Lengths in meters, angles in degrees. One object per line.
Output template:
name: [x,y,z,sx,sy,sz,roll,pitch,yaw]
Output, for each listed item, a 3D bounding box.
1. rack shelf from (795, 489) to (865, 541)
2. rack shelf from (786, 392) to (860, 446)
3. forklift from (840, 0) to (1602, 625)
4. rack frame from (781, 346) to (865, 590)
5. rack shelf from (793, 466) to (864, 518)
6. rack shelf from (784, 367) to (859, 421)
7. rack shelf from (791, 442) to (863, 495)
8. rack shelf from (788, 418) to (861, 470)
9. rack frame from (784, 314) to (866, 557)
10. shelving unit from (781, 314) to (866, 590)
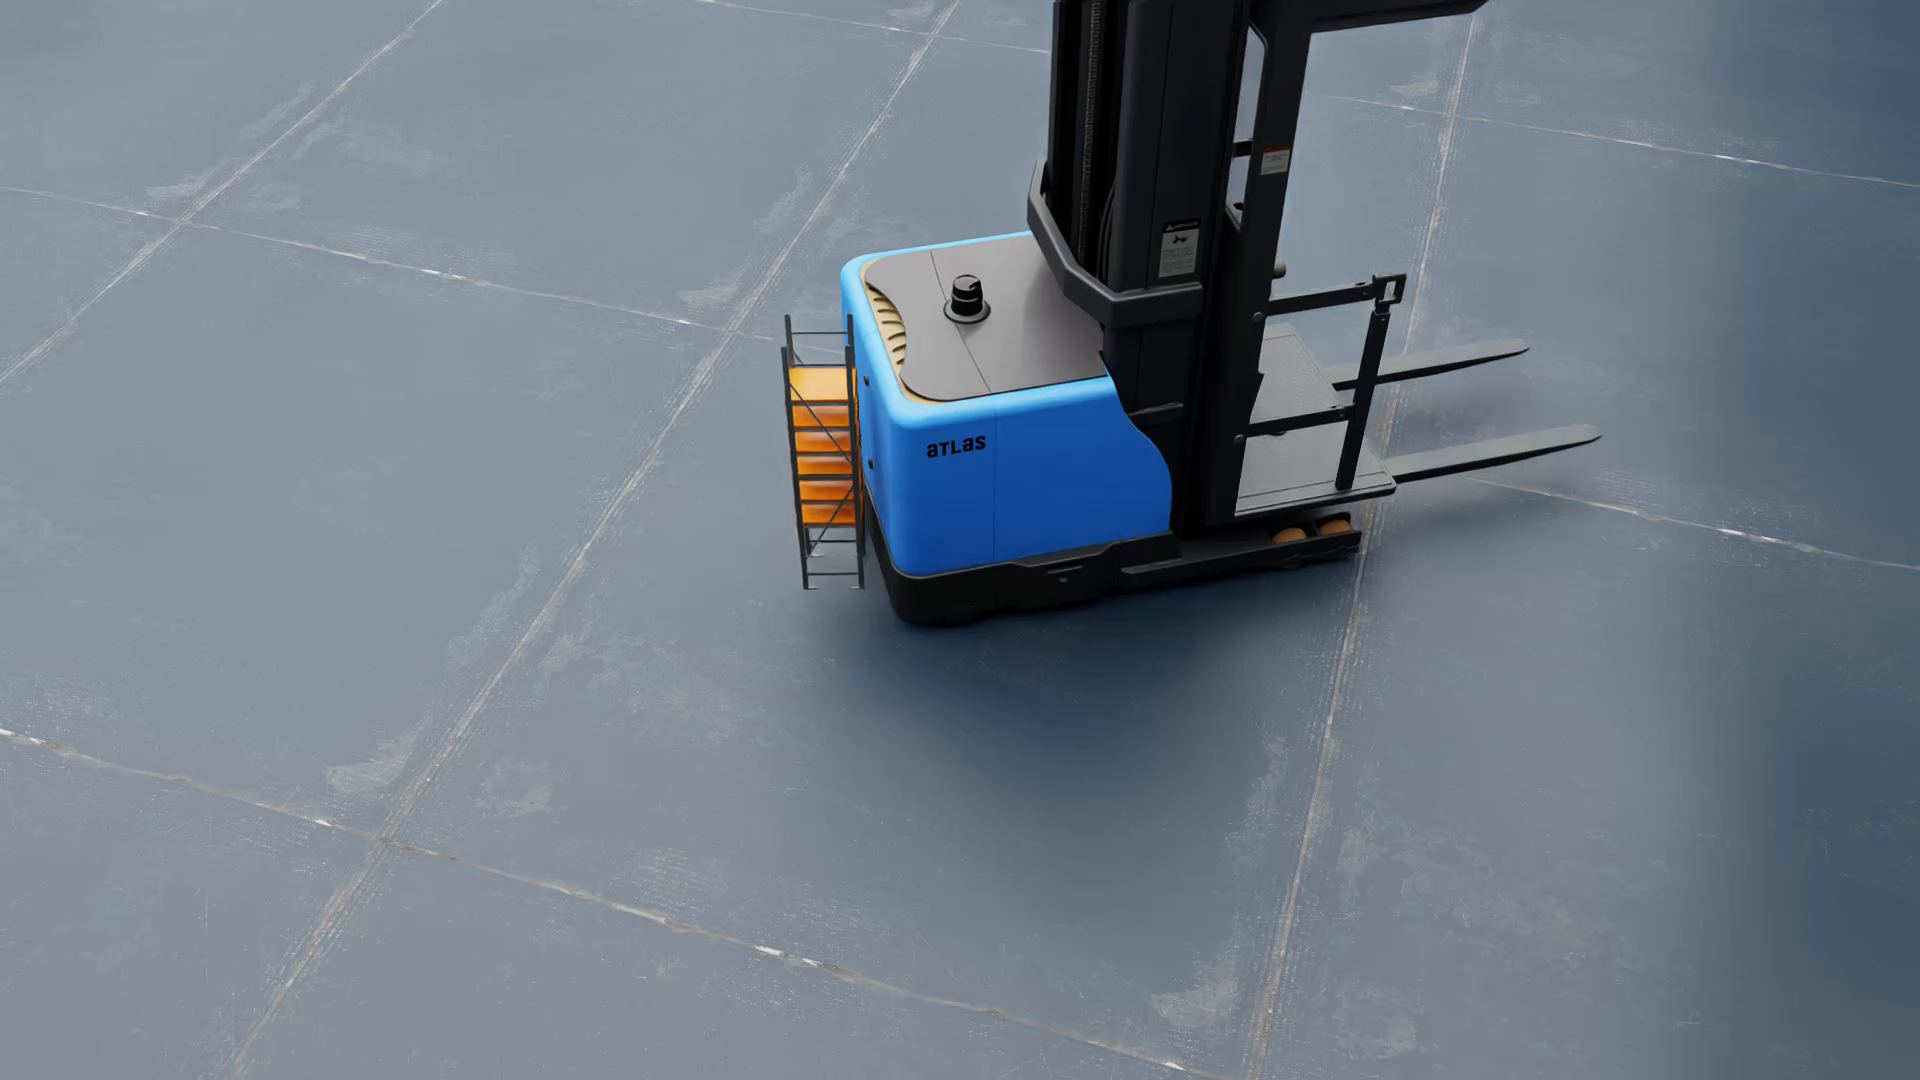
rack shelf: [-0.497,-0.097,6.398,0.258,0.103,0.180,0,44,0]
rack shelf: [-0.497,-0.440,6.062,0.258,0.103,0.180,0,44,0]
forklift: [1.106,-1.283,5.966,3.031,2.935,1.130,-10,45,-10]
rack frame: [-0.496,-0.236,6.133,0.240,1.200,0.006,0,44,0]
rack shelf: [-0.497,-0.183,6.314,0.258,0.103,0.180,0,44,0]
rack shelf: [-0.497,-0.526,5.978,0.258,0.103,0.180,0,44,0]
rack shelf: [-0.497,-0.269,6.230,0.258,0.103,0.180,0,44,0]
rack shelf: [-0.497,-0.354,6.146,0.258,0.103,0.180,0,44,0]
rack frame: [-0.498,-0.364,6.264,0.240,1.200,0.006,0,44,0]
shelving unit: [-0.497,-0.300,6.199,0.258,1.200,0.189,0,44,0]
